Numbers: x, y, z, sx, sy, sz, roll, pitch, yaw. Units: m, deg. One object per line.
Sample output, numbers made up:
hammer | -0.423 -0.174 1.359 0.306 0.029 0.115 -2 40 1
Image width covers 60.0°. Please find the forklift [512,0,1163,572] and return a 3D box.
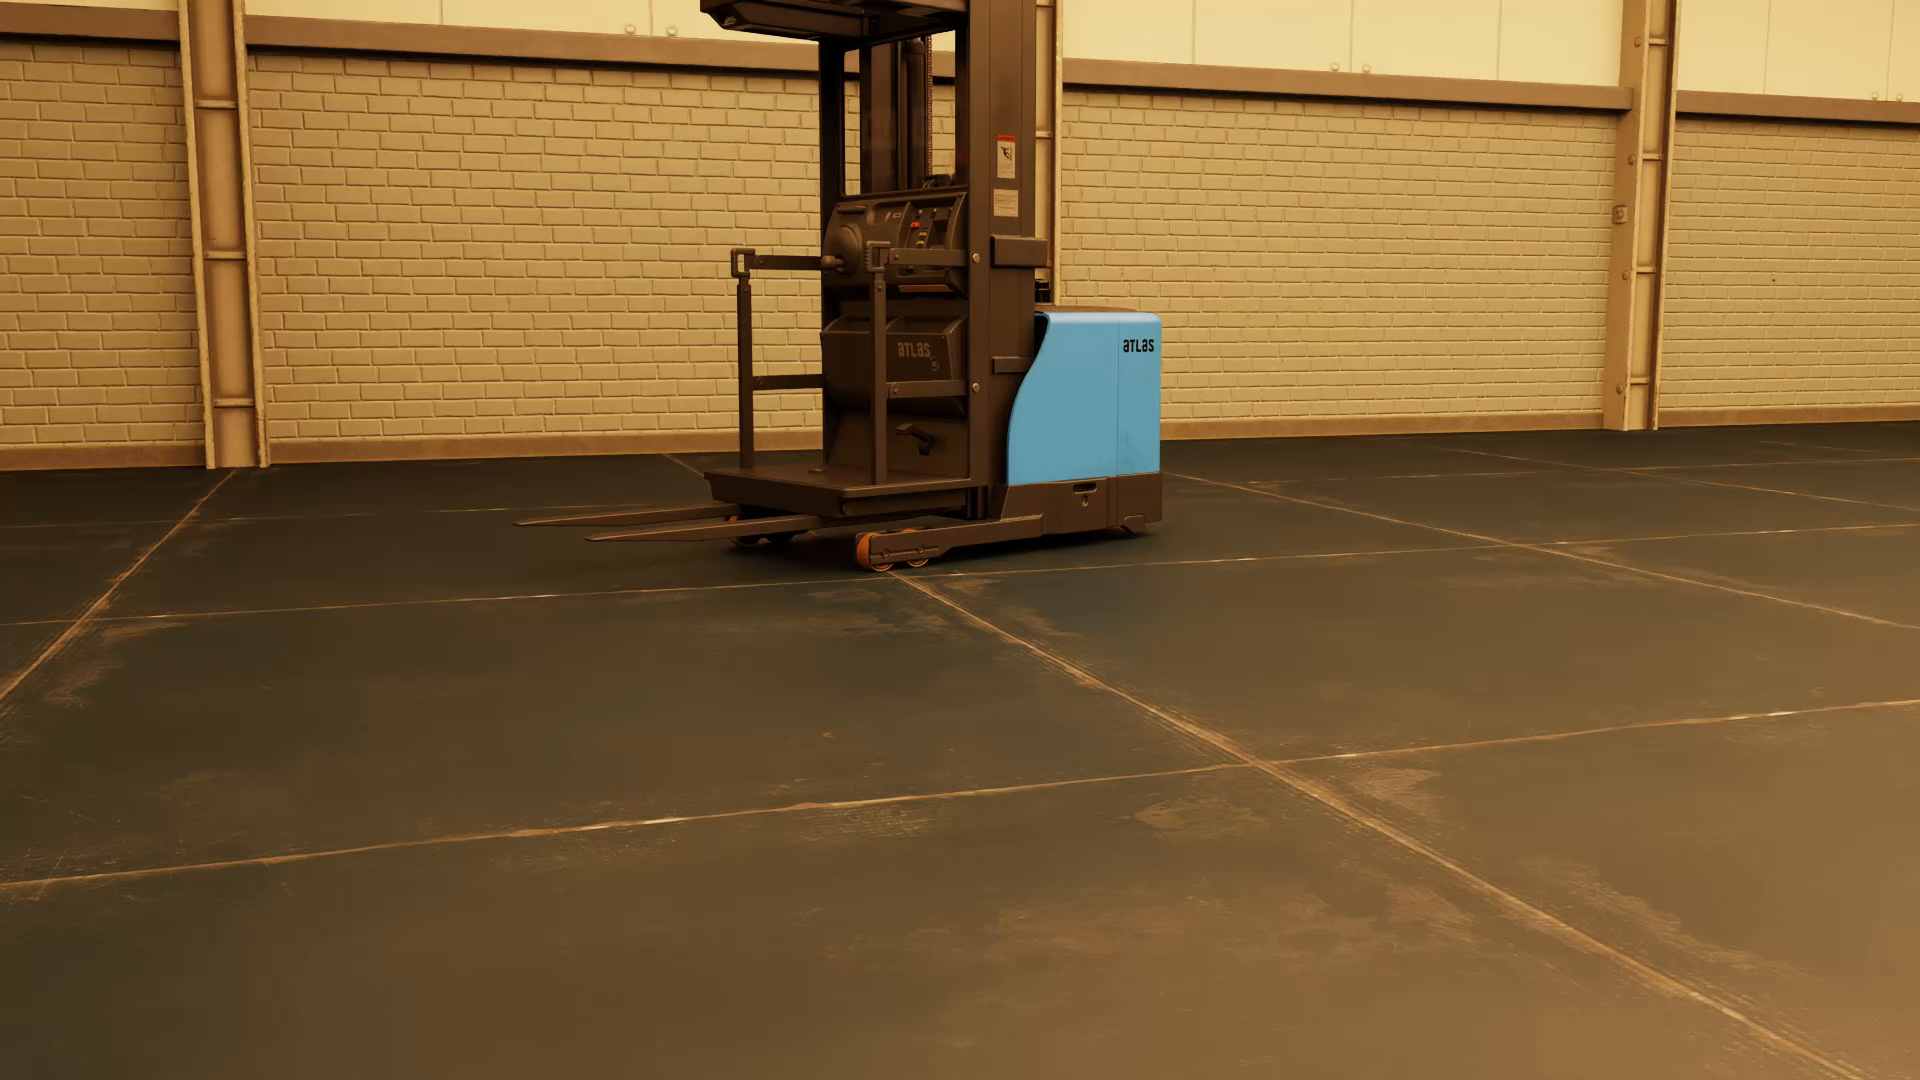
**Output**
forklift | -0.461 -1.399 7.333 3.031 2.935 1.130 -7 10 -40

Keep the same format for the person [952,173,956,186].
person | 0.026 -0.970 7.801 0.370 1.635 0.549 -3 8 -21
